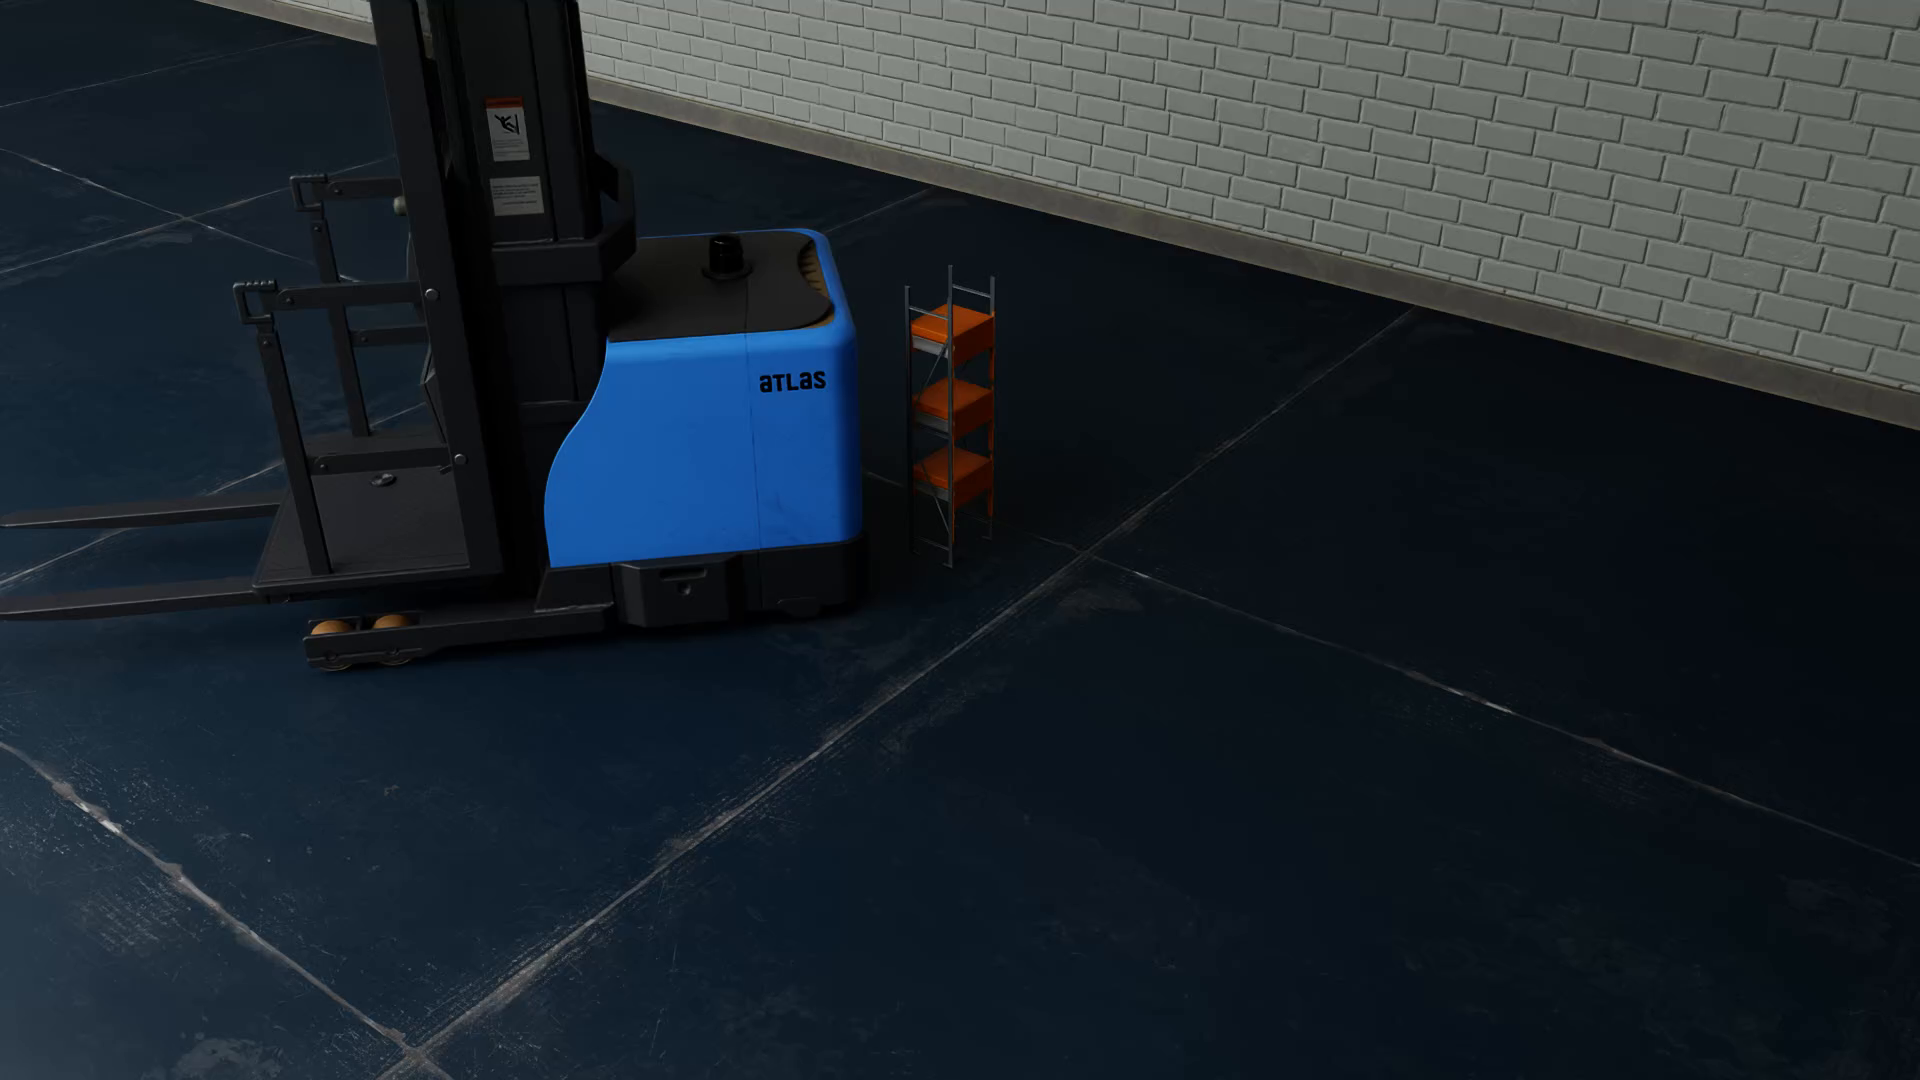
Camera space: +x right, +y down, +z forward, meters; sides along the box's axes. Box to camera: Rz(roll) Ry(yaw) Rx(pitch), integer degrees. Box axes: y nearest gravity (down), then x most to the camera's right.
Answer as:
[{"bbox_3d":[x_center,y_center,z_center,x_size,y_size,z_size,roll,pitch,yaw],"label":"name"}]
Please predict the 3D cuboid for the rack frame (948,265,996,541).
[{"bbox_3d":[0.041,-0.479,6.029,0.200,1.050,0.008,21,37,31],"label":"rack frame"}]

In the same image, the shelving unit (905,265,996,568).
[{"bbox_3d":[-0.032,-0.430,5.946,0.215,1.050,0.252,21,37,31],"label":"shelving unit"}]

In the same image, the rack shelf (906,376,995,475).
[{"bbox_3d":[-0.032,-0.421,5.951,0.215,0.259,0.240,21,37,31],"label":"rack shelf"}]

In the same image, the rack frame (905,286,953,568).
[{"bbox_3d":[-0.106,-0.380,5.862,0.200,1.050,0.008,21,37,31],"label":"rack frame"}]

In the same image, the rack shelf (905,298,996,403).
[{"bbox_3d":[-0.032,-0.665,5.806,0.215,0.259,0.240,21,37,31],"label":"rack shelf"}]

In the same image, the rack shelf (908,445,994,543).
[{"bbox_3d":[-0.032,-0.182,6.093,0.215,0.259,0.240,21,37,31],"label":"rack shelf"}]

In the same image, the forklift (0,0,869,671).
[{"bbox_3d":[-1.885,-1.117,5.261,3.031,2.935,1.130,-5,31,-9],"label":"forklift"}]
